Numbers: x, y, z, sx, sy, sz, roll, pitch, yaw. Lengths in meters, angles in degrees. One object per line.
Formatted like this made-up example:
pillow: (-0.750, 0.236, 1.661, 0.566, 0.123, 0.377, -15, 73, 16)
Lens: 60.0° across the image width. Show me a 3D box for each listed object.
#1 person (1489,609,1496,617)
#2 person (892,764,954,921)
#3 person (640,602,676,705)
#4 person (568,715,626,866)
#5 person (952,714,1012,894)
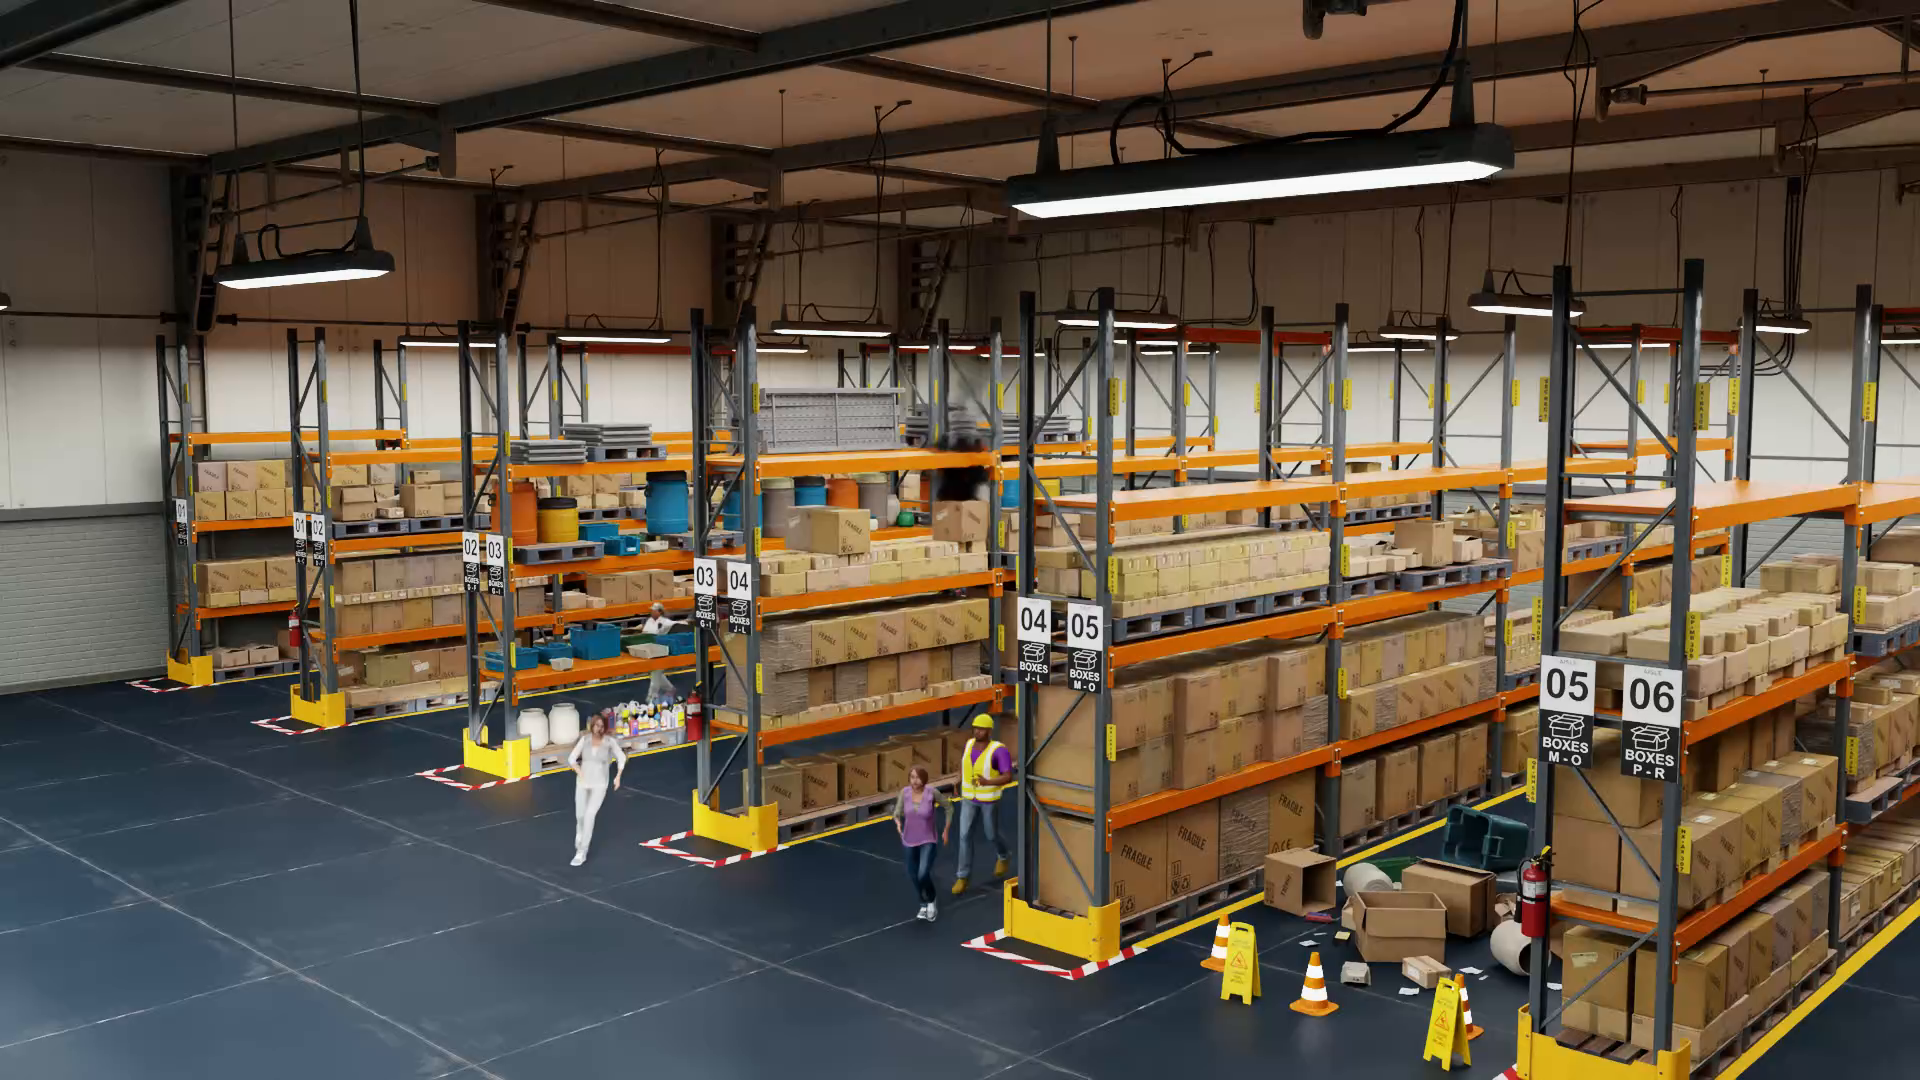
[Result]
person: (8.276, 1.902, 25.632, 0.792, 1.670, 0.672, -5, 7, -42)
person: (-0.374, 2.896, 15.845, 0.560, 1.548, 0.664, 2, 6, 16)
person: (-4.826, 1.821, 26.452, 0.602, 1.663, 0.905, 4, 7, 35)
person: (-3.952, 2.670, 18.065, 0.613, 1.568, 0.825, 0, 5, -1)
person: (0.224, 2.654, 17.036, 0.705, 1.765, 0.961, 3, 6, 29)
